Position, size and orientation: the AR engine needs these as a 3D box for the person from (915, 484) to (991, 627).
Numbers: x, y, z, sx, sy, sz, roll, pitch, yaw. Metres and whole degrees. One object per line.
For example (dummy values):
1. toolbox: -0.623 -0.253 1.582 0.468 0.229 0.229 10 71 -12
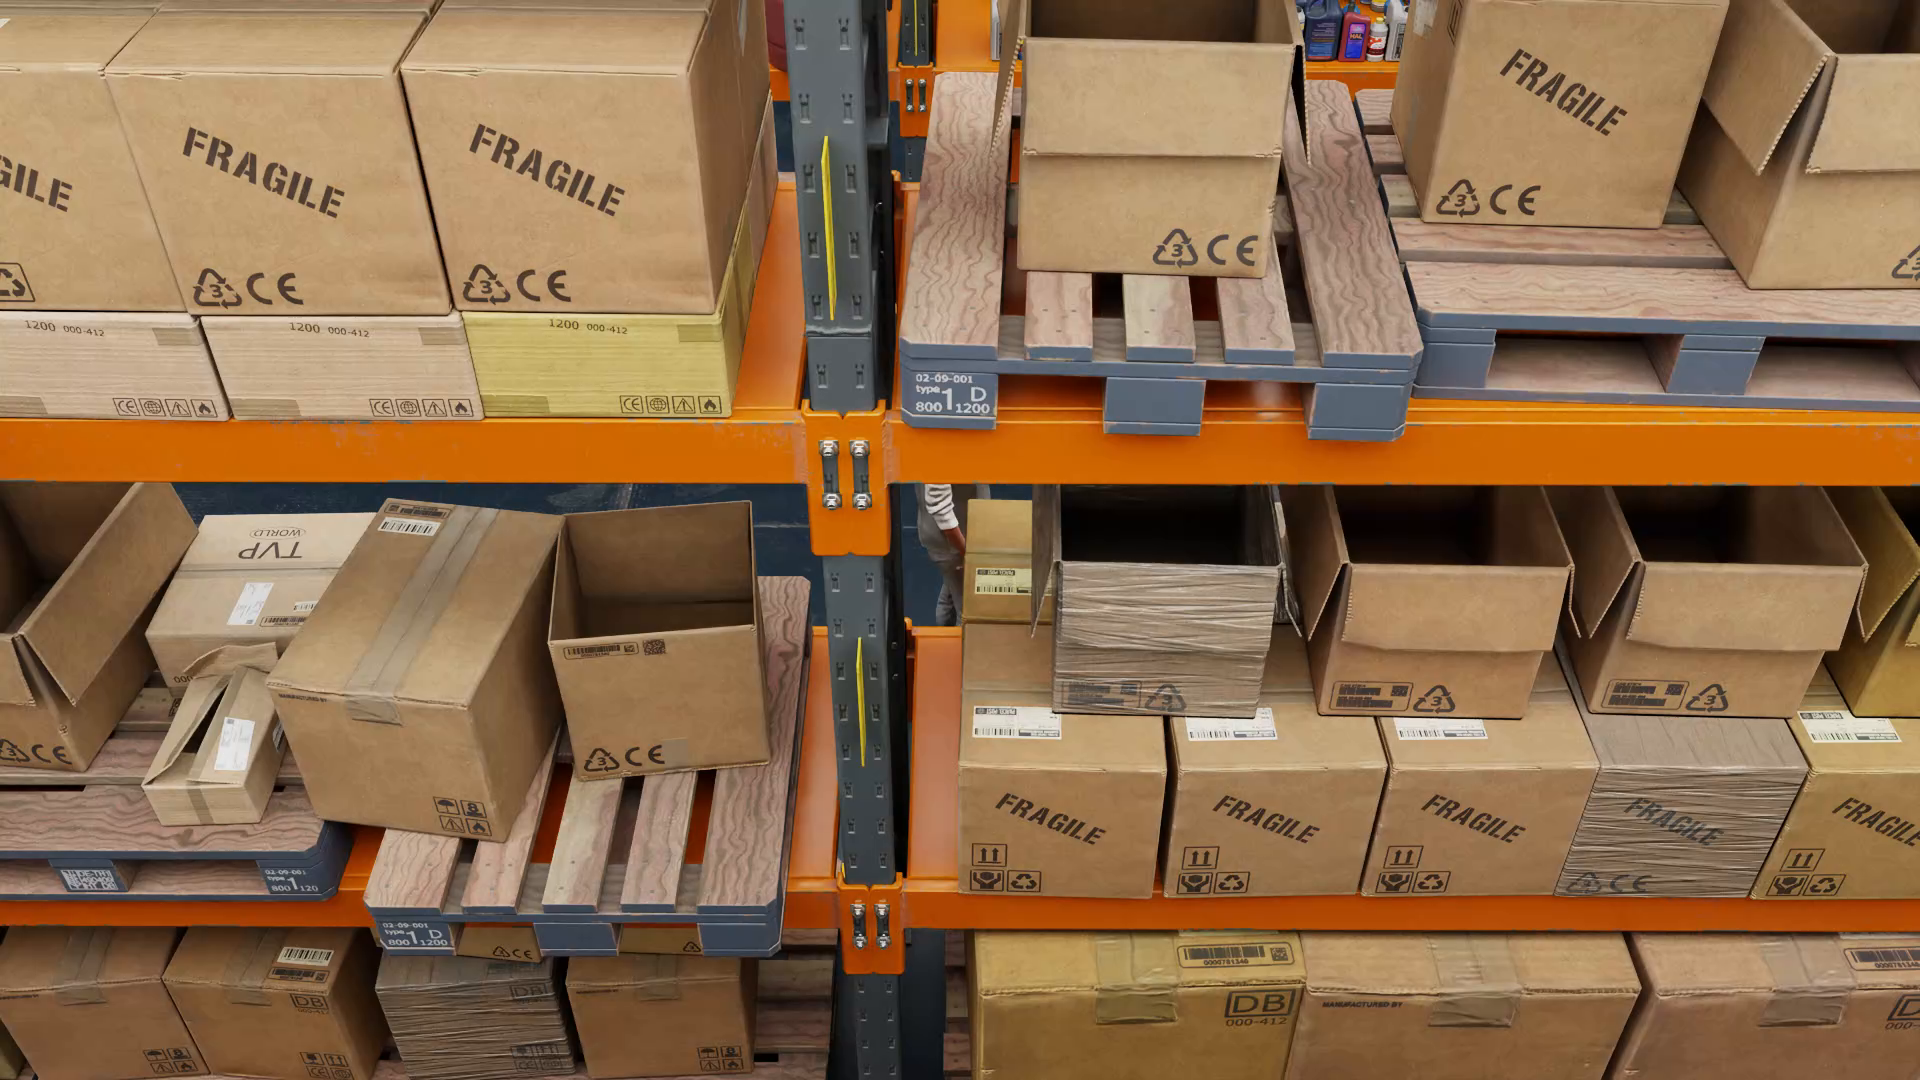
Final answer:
1. person: 0.064 -0.032 6.200 0.472 1.581 0.520 0 40 0
